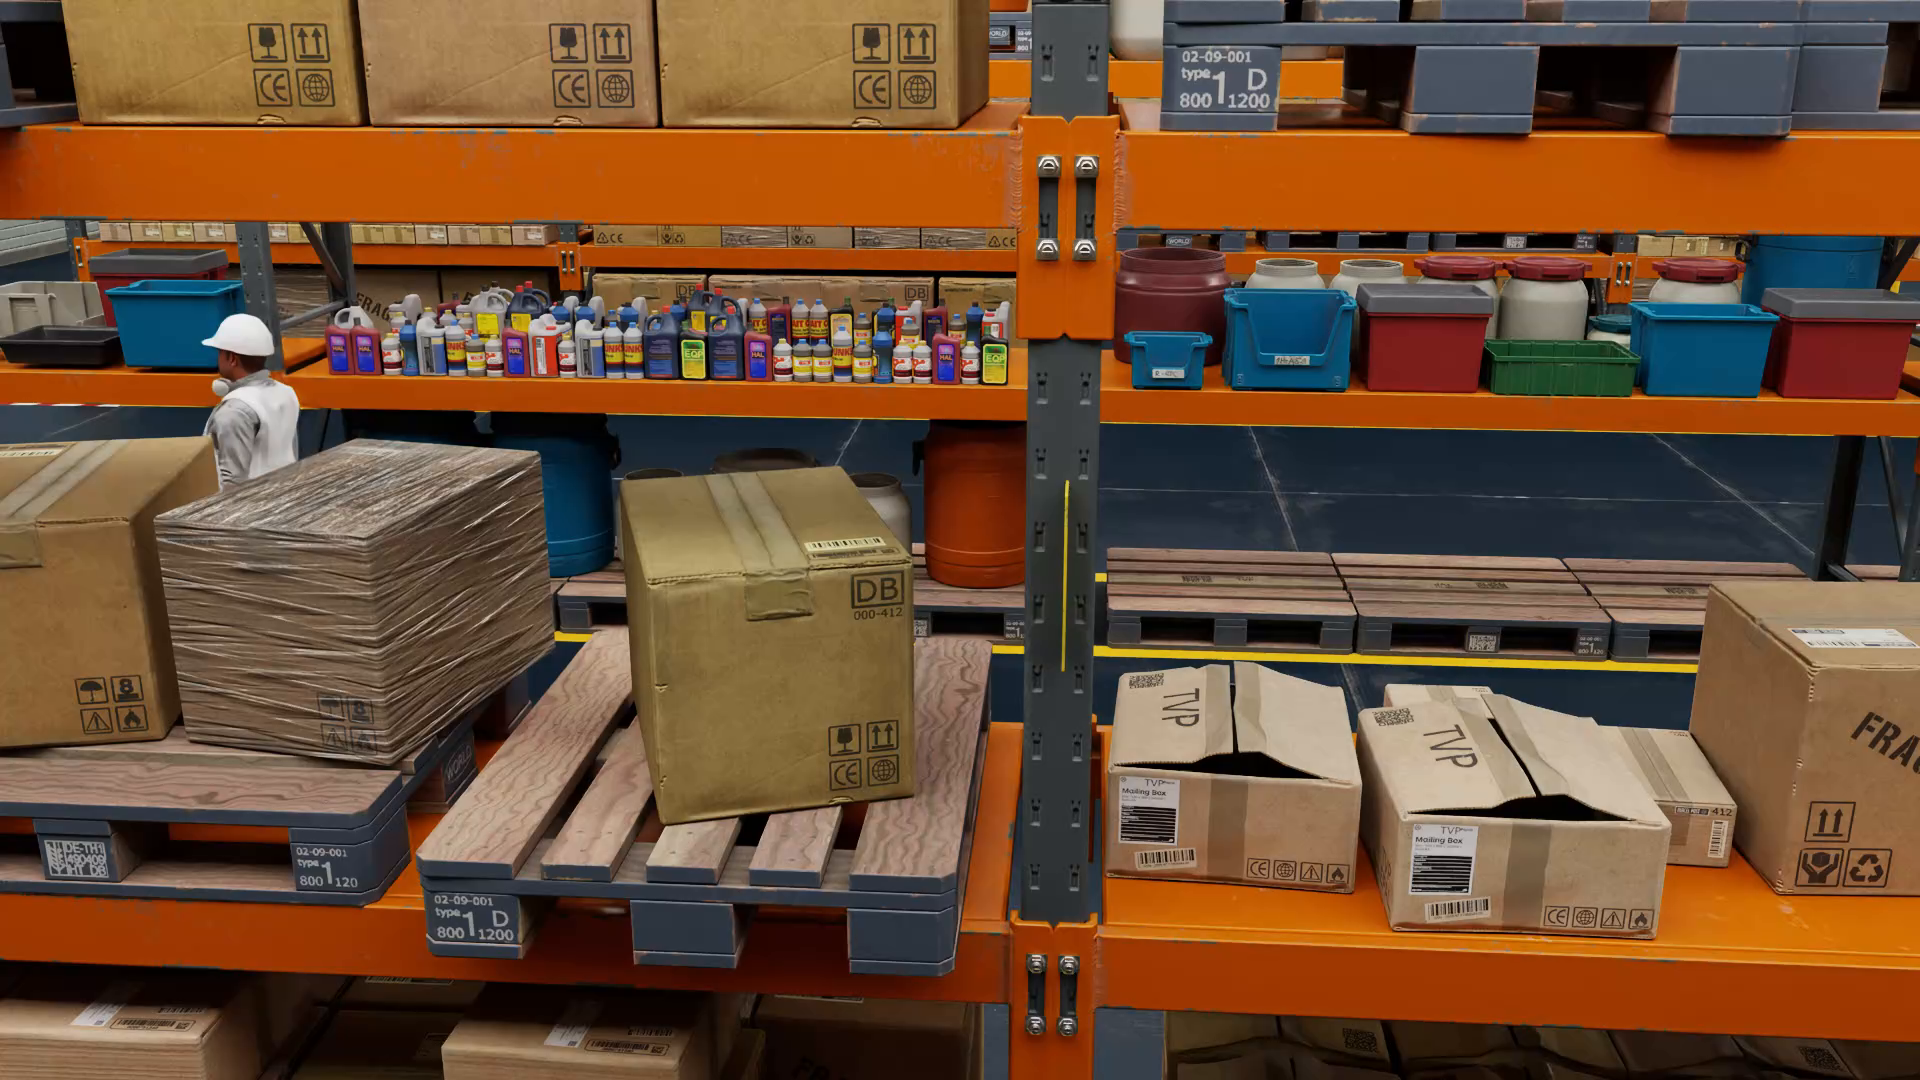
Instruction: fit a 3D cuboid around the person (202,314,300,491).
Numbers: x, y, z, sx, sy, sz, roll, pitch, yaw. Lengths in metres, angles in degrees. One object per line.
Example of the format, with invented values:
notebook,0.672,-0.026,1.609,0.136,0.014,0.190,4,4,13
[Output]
person,-3.002,-0.102,7.254,0.567,1.761,0.548,2,17,5
